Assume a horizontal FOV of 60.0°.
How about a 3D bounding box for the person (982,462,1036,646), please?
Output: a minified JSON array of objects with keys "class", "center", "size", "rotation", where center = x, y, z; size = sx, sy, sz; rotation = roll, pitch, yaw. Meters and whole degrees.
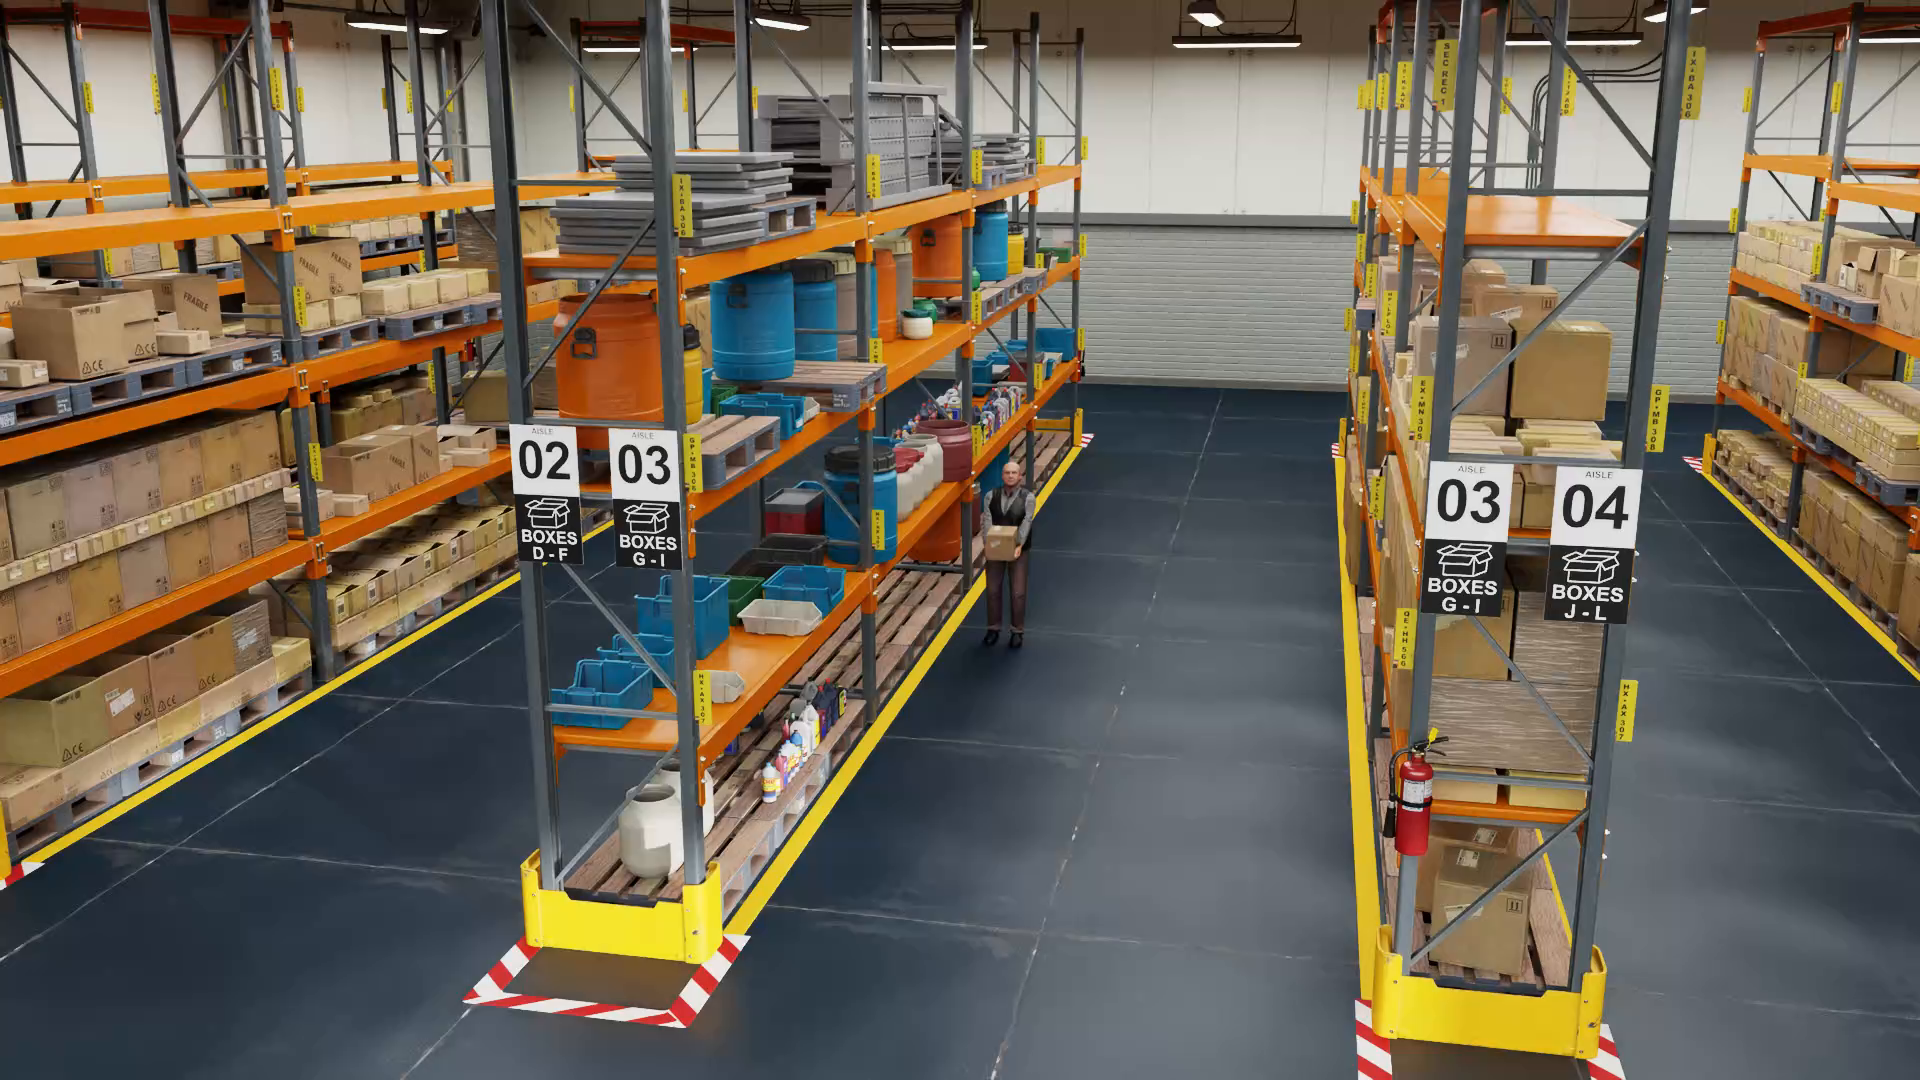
[{"class":"person","center":[0.442,0.141,15.524],"size":[0.498,1.716,0.550],"rotation":[3,15,11]}]
